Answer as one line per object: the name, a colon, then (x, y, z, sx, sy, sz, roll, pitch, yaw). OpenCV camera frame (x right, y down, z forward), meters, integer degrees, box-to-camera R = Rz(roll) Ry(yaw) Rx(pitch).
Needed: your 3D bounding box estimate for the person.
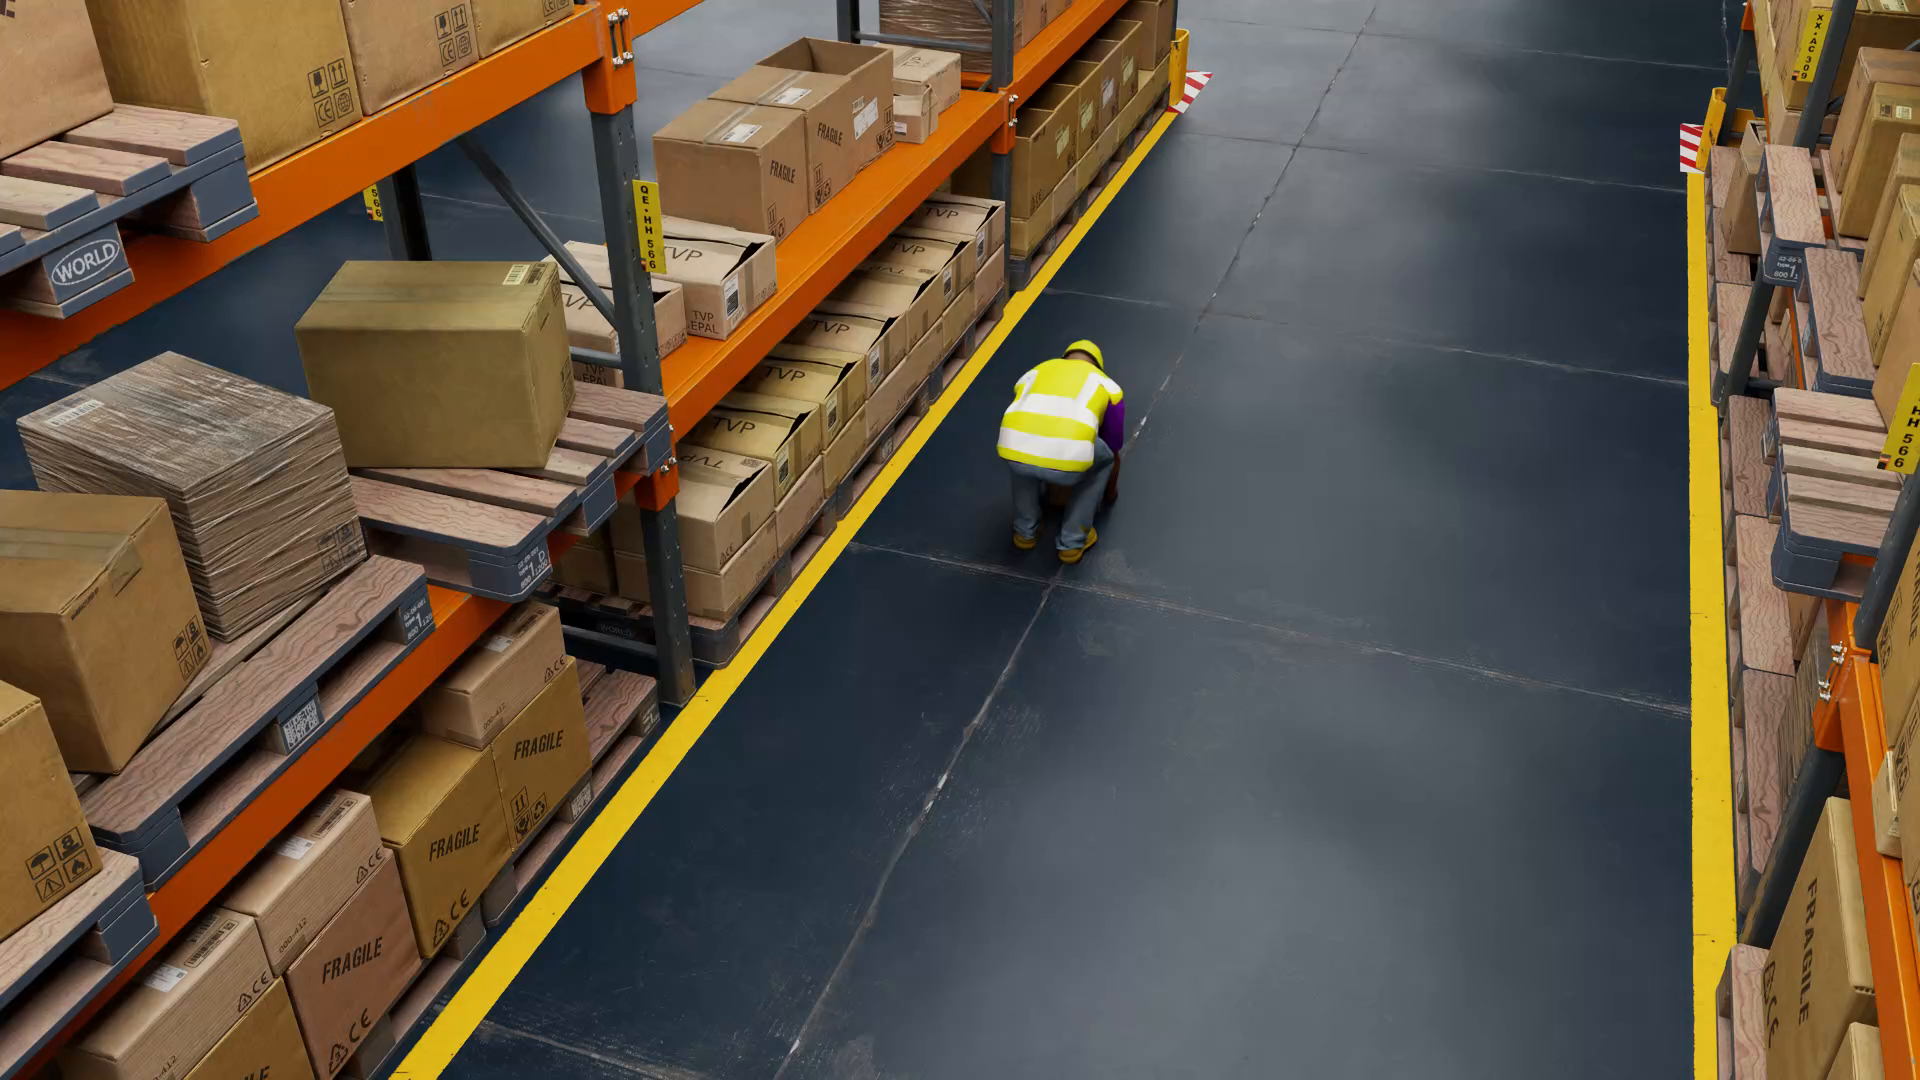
person: (0.460, -0.410, 7.627, 0.515, 0.845, 0.980, 10, 34, 15)
